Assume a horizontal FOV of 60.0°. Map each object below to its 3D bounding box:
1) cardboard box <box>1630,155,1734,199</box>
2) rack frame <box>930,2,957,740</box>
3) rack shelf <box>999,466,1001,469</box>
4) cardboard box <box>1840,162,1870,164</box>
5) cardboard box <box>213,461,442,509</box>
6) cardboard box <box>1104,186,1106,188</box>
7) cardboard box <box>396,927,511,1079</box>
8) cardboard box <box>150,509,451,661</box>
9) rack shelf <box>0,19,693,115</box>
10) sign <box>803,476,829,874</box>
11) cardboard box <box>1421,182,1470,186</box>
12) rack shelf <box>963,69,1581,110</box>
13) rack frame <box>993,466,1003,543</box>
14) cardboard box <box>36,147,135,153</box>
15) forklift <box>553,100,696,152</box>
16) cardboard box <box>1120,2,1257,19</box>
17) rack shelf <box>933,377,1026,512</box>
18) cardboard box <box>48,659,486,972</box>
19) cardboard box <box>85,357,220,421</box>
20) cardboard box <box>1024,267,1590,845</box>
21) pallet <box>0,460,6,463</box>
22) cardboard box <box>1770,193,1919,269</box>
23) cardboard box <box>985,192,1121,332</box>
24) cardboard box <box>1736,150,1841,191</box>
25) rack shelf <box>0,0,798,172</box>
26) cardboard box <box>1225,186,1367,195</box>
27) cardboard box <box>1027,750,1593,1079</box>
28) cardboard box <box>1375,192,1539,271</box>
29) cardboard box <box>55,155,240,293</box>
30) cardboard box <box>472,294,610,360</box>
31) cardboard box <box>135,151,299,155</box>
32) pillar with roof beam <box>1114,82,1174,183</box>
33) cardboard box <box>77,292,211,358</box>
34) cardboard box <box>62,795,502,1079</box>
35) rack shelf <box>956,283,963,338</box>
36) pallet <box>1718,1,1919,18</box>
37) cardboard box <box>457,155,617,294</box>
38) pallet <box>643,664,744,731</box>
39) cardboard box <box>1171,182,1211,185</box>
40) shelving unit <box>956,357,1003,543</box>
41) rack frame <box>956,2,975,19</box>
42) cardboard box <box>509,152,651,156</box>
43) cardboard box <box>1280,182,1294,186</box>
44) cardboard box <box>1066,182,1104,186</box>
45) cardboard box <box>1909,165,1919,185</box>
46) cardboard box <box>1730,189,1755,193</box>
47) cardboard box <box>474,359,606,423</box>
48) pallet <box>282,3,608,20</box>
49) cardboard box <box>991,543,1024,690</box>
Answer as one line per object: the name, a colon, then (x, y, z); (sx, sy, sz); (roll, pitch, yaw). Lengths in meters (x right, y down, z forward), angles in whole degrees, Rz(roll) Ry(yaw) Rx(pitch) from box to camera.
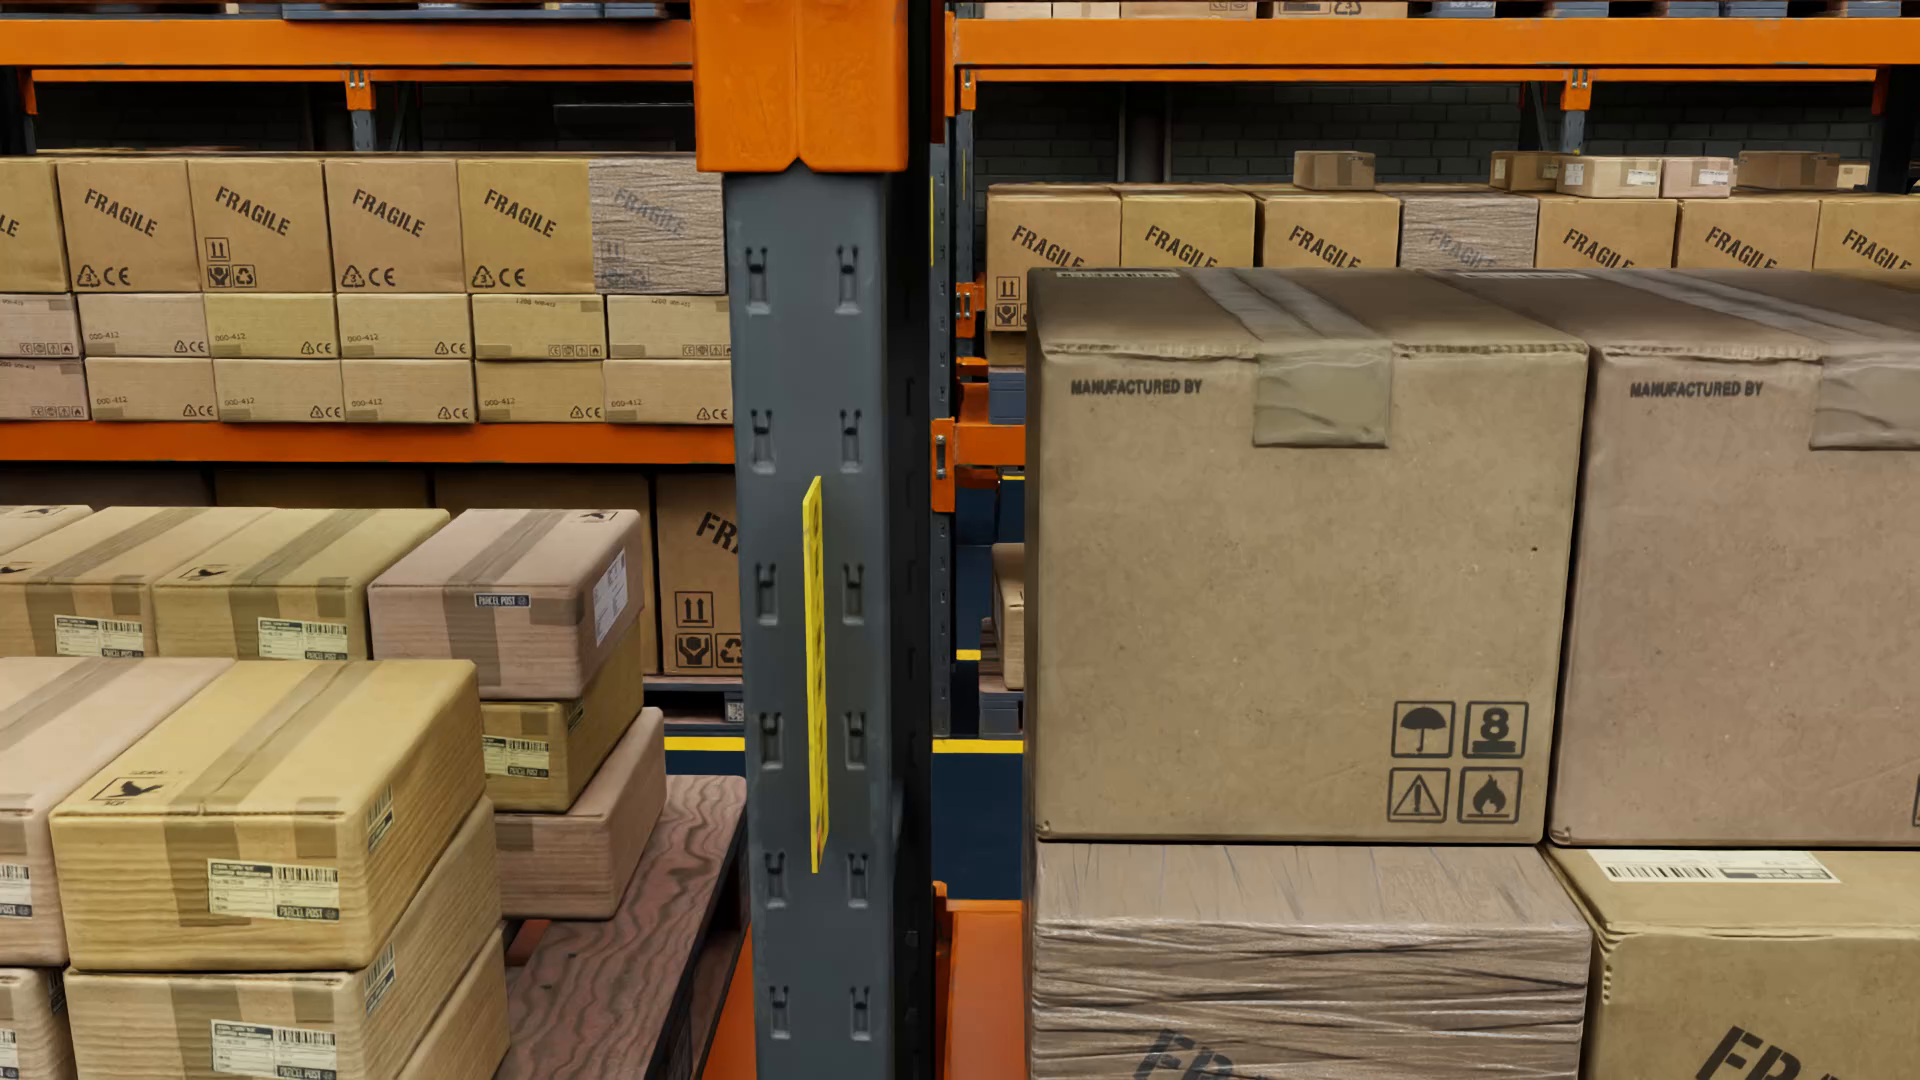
cardboard box: (2.750, -1.395, 6.375); (0.250, 0.149, 0.380); (0, 15, 0)
rack frame: (-0.092, -0.766, 6.863); (0.127, 3.000, 1.000); (0, 15, 1)
rack shelf: (-0.004, -0.526, 9.686); (0.480, 0.148, 0.258); (3, 16, -3)
cardboard box: (6.153, -2.560, 11.611); (0.250, 0.149, 0.380); (0, 15, 2)
cardboard box: (-2.565, 0.020, 7.227); (0.875, 0.875, 0.875); (1, 15, 3)
cardboard box: (0.867, -2.320, 11.286); (0.250, 0.149, 0.380); (1, 15, 3)
cardboard box: (-0.622, 0.530, 1.622); (0.250, 0.149, 0.380); (1, 15, 2)
cardboard box: (-0.843, 0.074, 2.181); (0.250, 0.149, 0.380); (0, 15, 0)
rack shelf: (-2.091, -1.881, 6.622); (4.000, 0.370, 1.077); (0, 15, 1)
sign: (-0.122, 0.114, 1.414); (0.005, 0.325, 0.100); (0, 15, 1)
cardboard box: (3.417, -2.440, 11.740); (0.250, 0.149, 0.380); (0, 15, 0)
rack shelf: (2.031, -3.121, 11.321); (4.000, 0.370, 1.077); (0, 15, 1)
rack frame: (0.243, -0.579, 9.678); (0.015, 1.200, 0.240); (3, 16, -3)
cardboard box: (-6.020, -2.436, 11.436); (0.500, 0.500, 0.500); (1, 15, 3)
forklift: (-1.676, -1.445, 9.573); (3.031, 2.935, 1.130); (1, 15, 4)
cardboard box: (0.856, -2.256, 6.435); (0.500, 0.500, 0.700); (0, 15, 1)
rack shelf: (1.908, -0.405, 6.905); (4.000, 0.370, 1.077); (0, 15, 1)
cardboard box: (-0.619, 0.242, 1.547); (0.250, 0.149, 0.380); (0, 15, -1)
cardboard box: (-3.140, -0.646, 6.704); (0.500, 0.250, 0.500); (0, 15, 0)
cardboard box: (0.331, -0.029, 1.915); (0.500, 0.500, 0.700); (0, 15, 1)
pallet: (-7.093, -0.730, 12.194); (1.213, 0.211, 1.003); (0, 15, 1)
cardboard box: (3.439, -1.080, 6.450); (0.500, 0.500, 0.500); (0, 15, 0)
cardboard box: (0.352, -1.099, 6.524); (0.500, 0.500, 0.500); (0, 15, 0)
cardboard box: (3.446, -1.542, 6.931); (0.250, 0.149, 0.380); (0, 15, 1)
rack shelf: (-2.116, -0.618, 1.834); (4.000, 0.370, 1.077); (0, 15, 1)
cardboard box: (1.392, -1.226, 7.003); (0.500, 0.500, 0.500); (-1, 15, -2)
cardboard box: (0.325, 0.521, 1.791); (0.500, 0.500, 0.500); (1, 15, 2)
cardboard box: (1.904, -1.091, 6.491); (0.500, 0.500, 0.500); (0, 15, -1)
cardboard box: (-3.149, -1.251, 6.547); (0.500, 0.500, 0.500); (0, 15, 1)
cardboard box: (-1.607, -0.874, 6.587); (0.500, 0.250, 0.500); (0, 15, 0)
cardboard box: (-3.120, -1.383, 7.048); (0.500, 0.500, 0.500); (1, 15, 3)
pillar with roof beam: (1.248, -4.056, 7.574); (0.400, 9.000, 9.100); (0, 15, 1)
cardboard box: (-3.136, -0.890, 6.648); (0.500, 0.250, 0.500); (1, 15, 2)
cardboard box: (-0.623, 0.385, 1.588); (0.250, 0.149, 0.380); (1, 15, 3)
rack shelf: (-1.968, -1.697, 11.802); (4.000, 0.370, 1.077); (0, 15, 1)
pallet: (3.293, -2.131, 6.524); (1.003, 0.211, 1.213); (0, 15, 1)
cardboard box: (-1.625, -1.241, 6.506); (0.500, 0.500, 0.500); (0, 15, 1)
pallet: (-0.878, 0.558, 7.311); (1.213, 0.211, 1.003); (0, 15, 1)
cardboard box: (1.641, -2.467, 11.844); (0.250, 0.149, 0.380); (0, 15, 0)
shelving unit: (0.000, -0.591, 9.668); (0.503, 1.200, 0.258); (3, 16, -3)
rack frame: (0.031, -4.933, 10.896); (0.127, 3.000, 1.000); (0, 15, 1)
cardboard box: (-1.591, -1.371, 7.002); (0.500, 0.500, 0.500); (1, 15, 3)
cardboard box: (2.411, -2.446, 11.765); (0.250, 0.149, 0.380); (0, 15, 1)
cardboard box: (0.883, -2.453, 11.789); (0.250, 0.149, 0.380); (0, 15, 1)
cardboard box: (6.387, -2.417, 11.070); (0.250, 0.149, 0.380); (1, 15, 3)
cardboard box: (2.945, -1.214, 6.961); (0.500, 0.500, 0.500); (0, 15, 2)
cardboard box: (-1.618, -0.637, 6.669); (0.500, 0.250, 0.500); (0, 15, 1)
pallet: (-1.855, -2.122, 6.494); (1.213, 0.211, 1.003); (1, 15, 4)
cardboard box: (0.473, 0.308, 7.121); (0.625, 0.372, 0.950); (-1, 15, -2)
